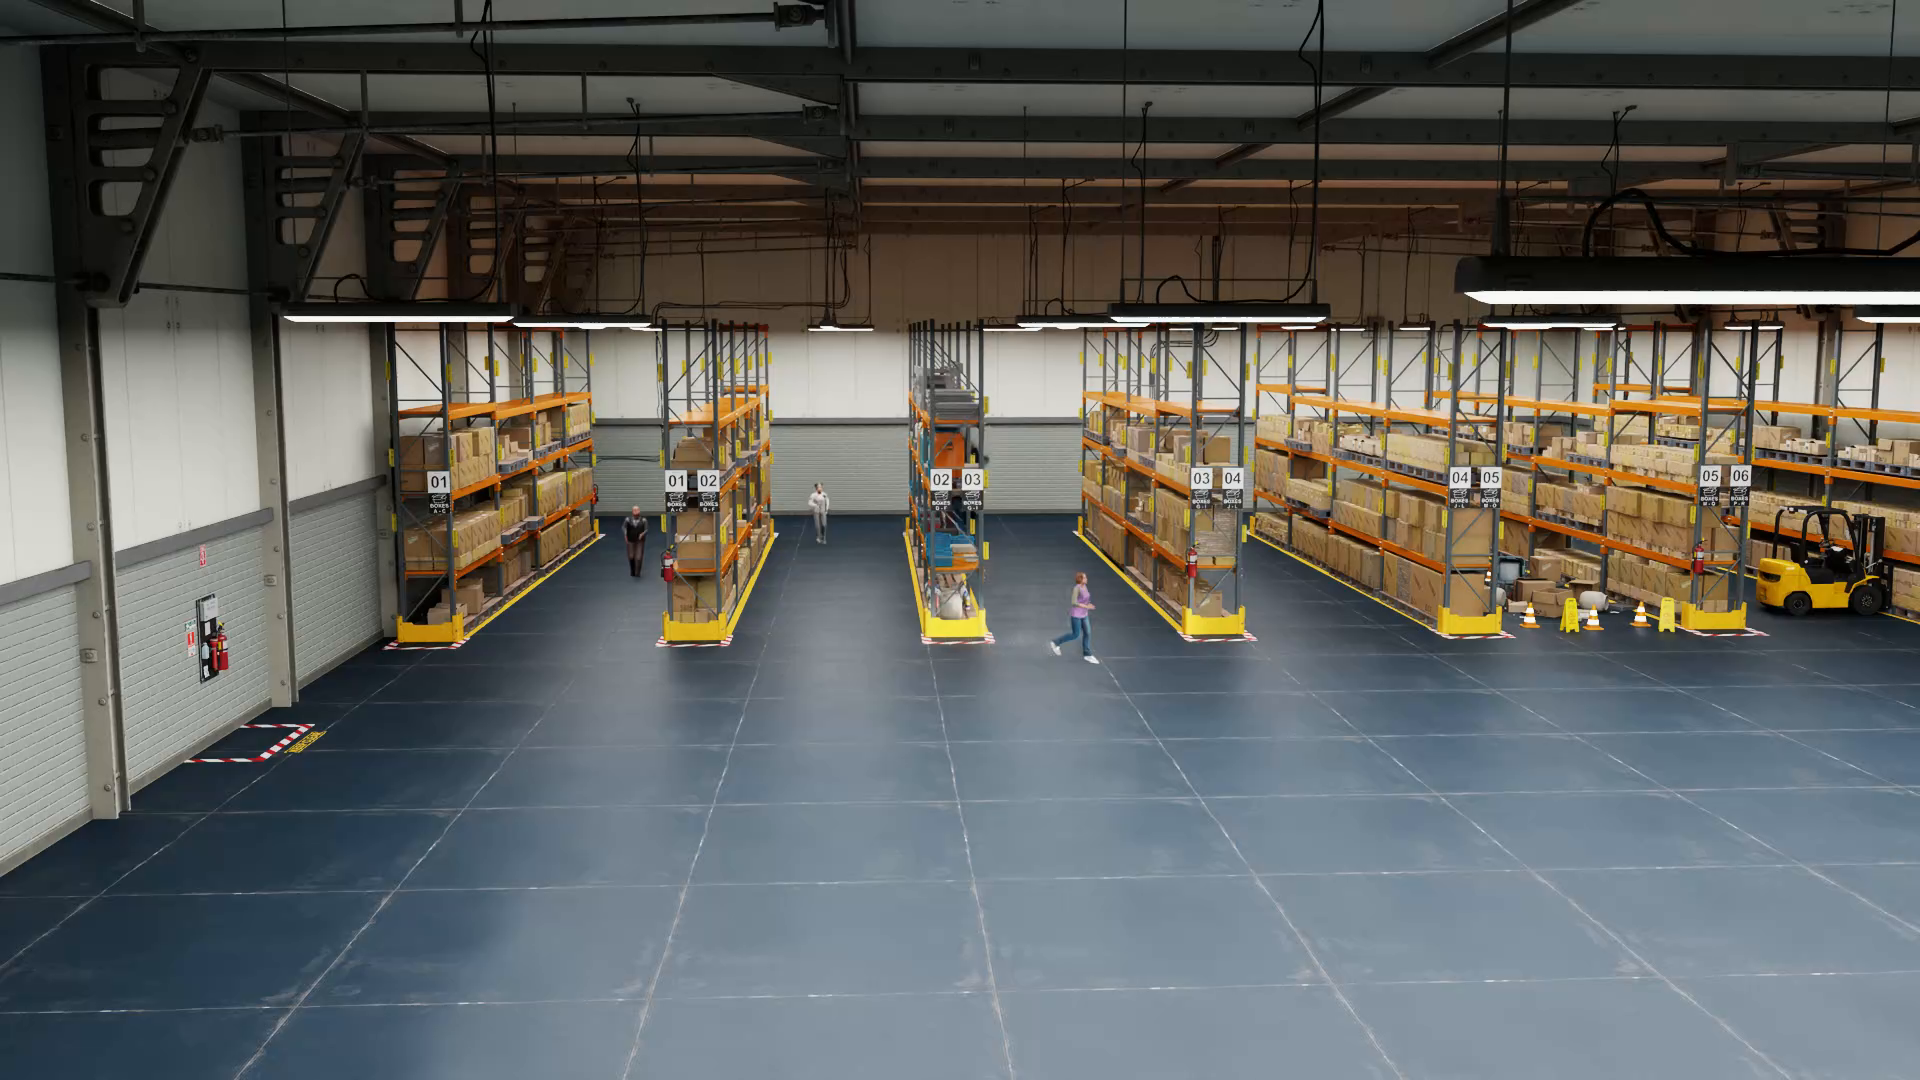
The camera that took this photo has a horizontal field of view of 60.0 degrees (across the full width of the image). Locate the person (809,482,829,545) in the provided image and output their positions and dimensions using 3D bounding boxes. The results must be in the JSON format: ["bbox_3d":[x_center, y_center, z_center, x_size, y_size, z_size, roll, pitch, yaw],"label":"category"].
[{"bbox_3d":[-3.848,-0.716,45.489,0.597,1.735,0.712,-1,7,-12],"label":"person"}]

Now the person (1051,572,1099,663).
[{"bbox_3d":[2.040,1.345,29.170,0.860,1.599,0.550,4,8,27],"label":"person"}]

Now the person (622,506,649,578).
[{"bbox_3d":[-7.624,0.063,39.083,0.642,1.706,0.542,-1,7,-9],"label":"person"}]
